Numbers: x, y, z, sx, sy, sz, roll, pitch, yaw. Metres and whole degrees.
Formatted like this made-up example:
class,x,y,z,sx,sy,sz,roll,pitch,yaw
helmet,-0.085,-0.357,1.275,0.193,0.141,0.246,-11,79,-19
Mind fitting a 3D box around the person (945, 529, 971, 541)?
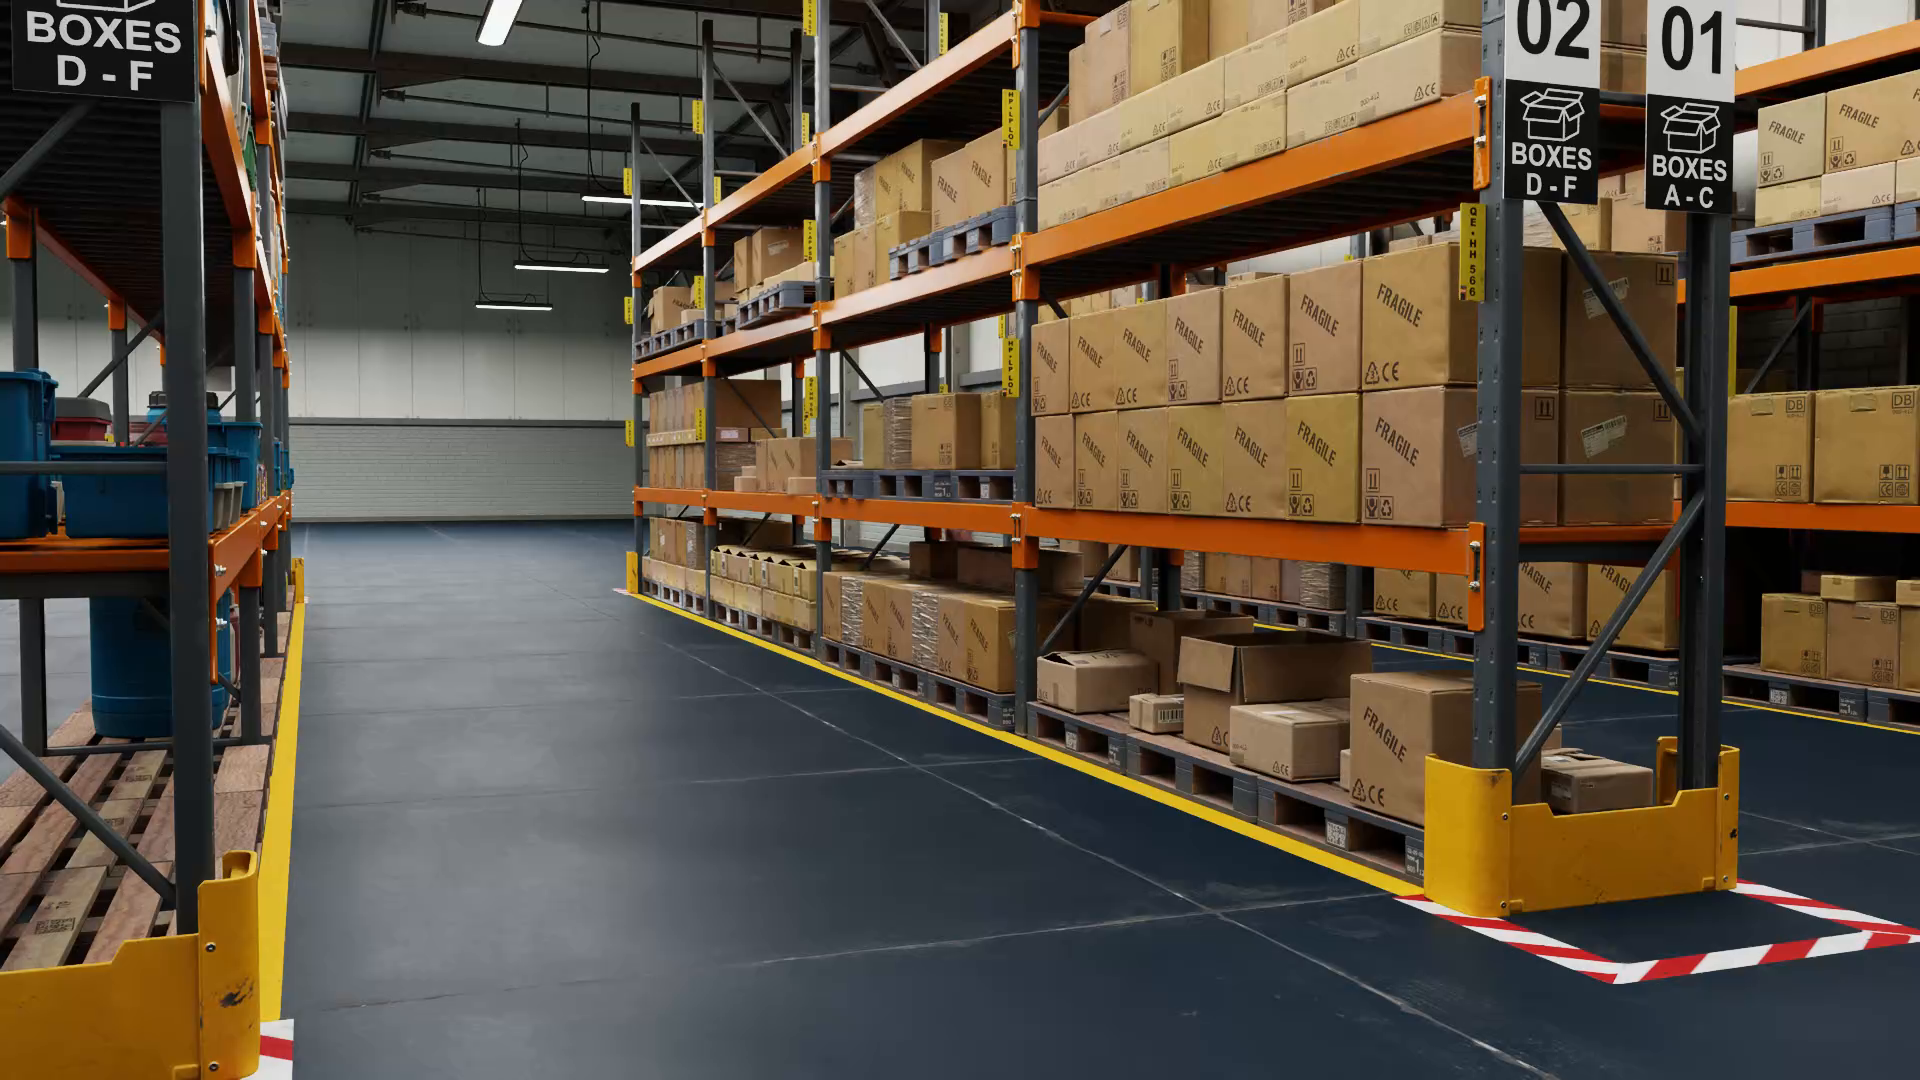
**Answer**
class,x,y,z,sx,sy,sz,roll,pitch,yaw
person,-0.033,-0.084,18.279,0.364,1.675,0.441,-1,3,-20
